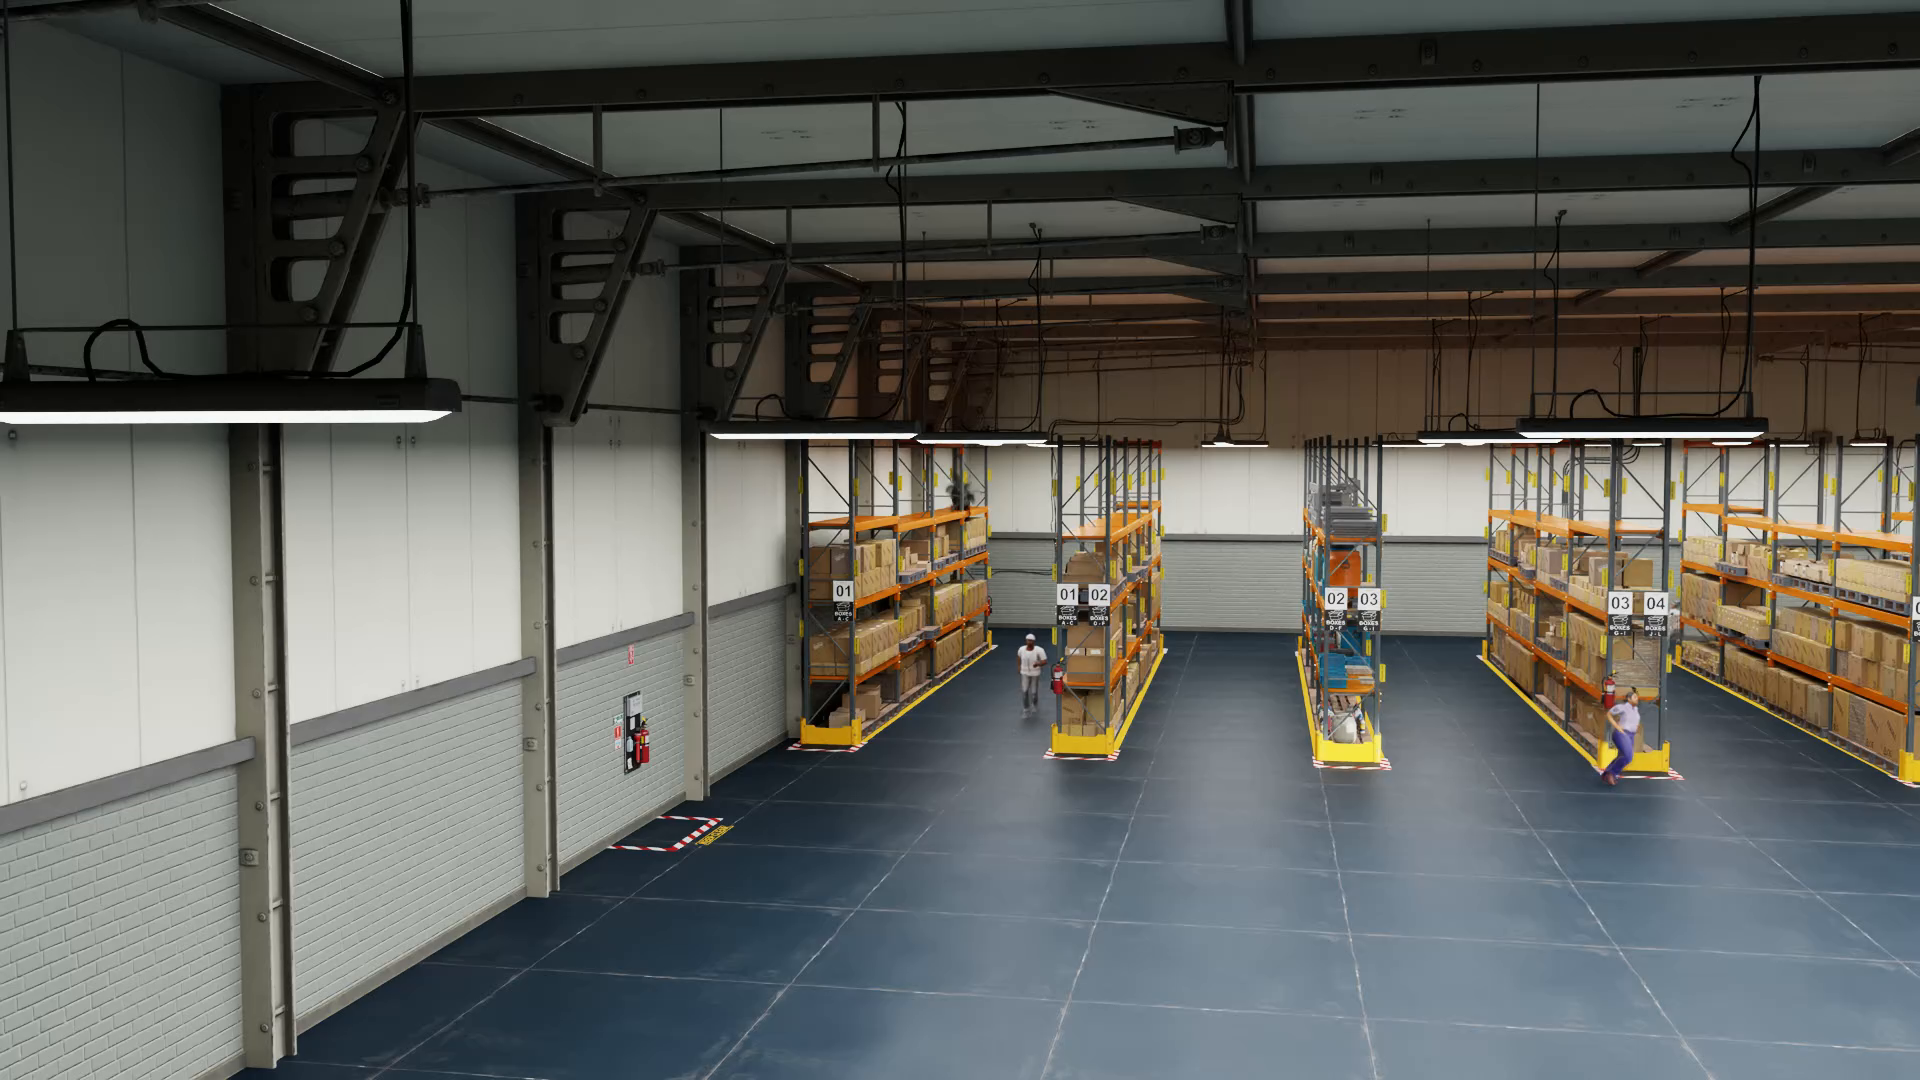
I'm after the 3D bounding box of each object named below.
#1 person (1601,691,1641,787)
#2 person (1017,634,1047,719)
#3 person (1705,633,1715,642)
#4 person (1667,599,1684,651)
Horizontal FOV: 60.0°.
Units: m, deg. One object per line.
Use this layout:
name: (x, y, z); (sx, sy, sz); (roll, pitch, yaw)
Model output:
person: (11.348, 3.432, 28.453); (0.685, 1.523, 0.601); (-2, 4, -38)
person: (1.531, 2.915, 35.697); (0.670, 1.822, 0.794); (1, 3, 11)
person: (20.675, 2.444, 45.484); (0.540, 1.661, 0.586); (0, 3, 7)
person: (19.733, 2.437, 45.839); (0.906, 1.613, 0.670); (1, 3, 10)
